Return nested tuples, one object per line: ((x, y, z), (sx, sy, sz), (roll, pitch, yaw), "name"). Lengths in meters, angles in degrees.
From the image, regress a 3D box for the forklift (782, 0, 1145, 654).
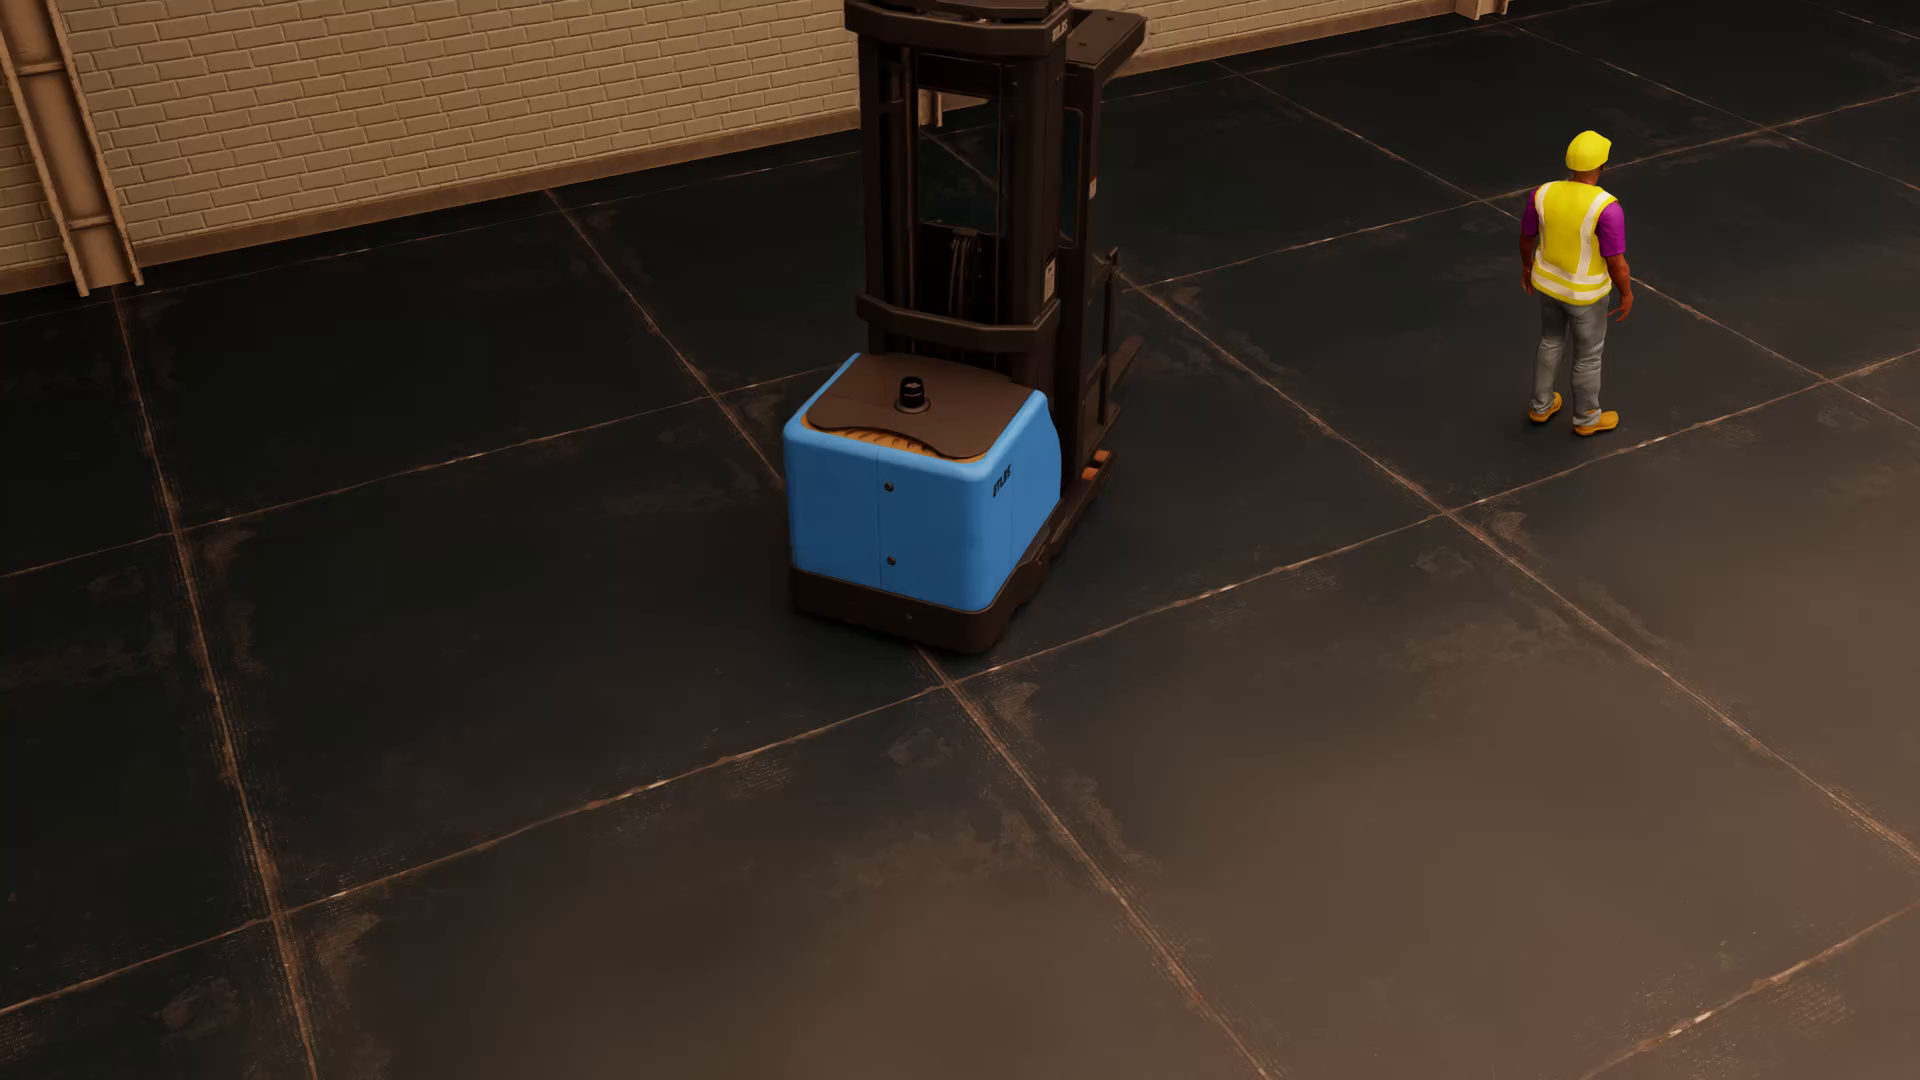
((0.209, -1.509, 8.258), (1.130, 2.935, 3.031), (14, 37, 18), "forklift")

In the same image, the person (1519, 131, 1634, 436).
((3.395, -1.419, 9.128), (0.590, 1.762, 0.666), (-27, 43, -32), "person")
